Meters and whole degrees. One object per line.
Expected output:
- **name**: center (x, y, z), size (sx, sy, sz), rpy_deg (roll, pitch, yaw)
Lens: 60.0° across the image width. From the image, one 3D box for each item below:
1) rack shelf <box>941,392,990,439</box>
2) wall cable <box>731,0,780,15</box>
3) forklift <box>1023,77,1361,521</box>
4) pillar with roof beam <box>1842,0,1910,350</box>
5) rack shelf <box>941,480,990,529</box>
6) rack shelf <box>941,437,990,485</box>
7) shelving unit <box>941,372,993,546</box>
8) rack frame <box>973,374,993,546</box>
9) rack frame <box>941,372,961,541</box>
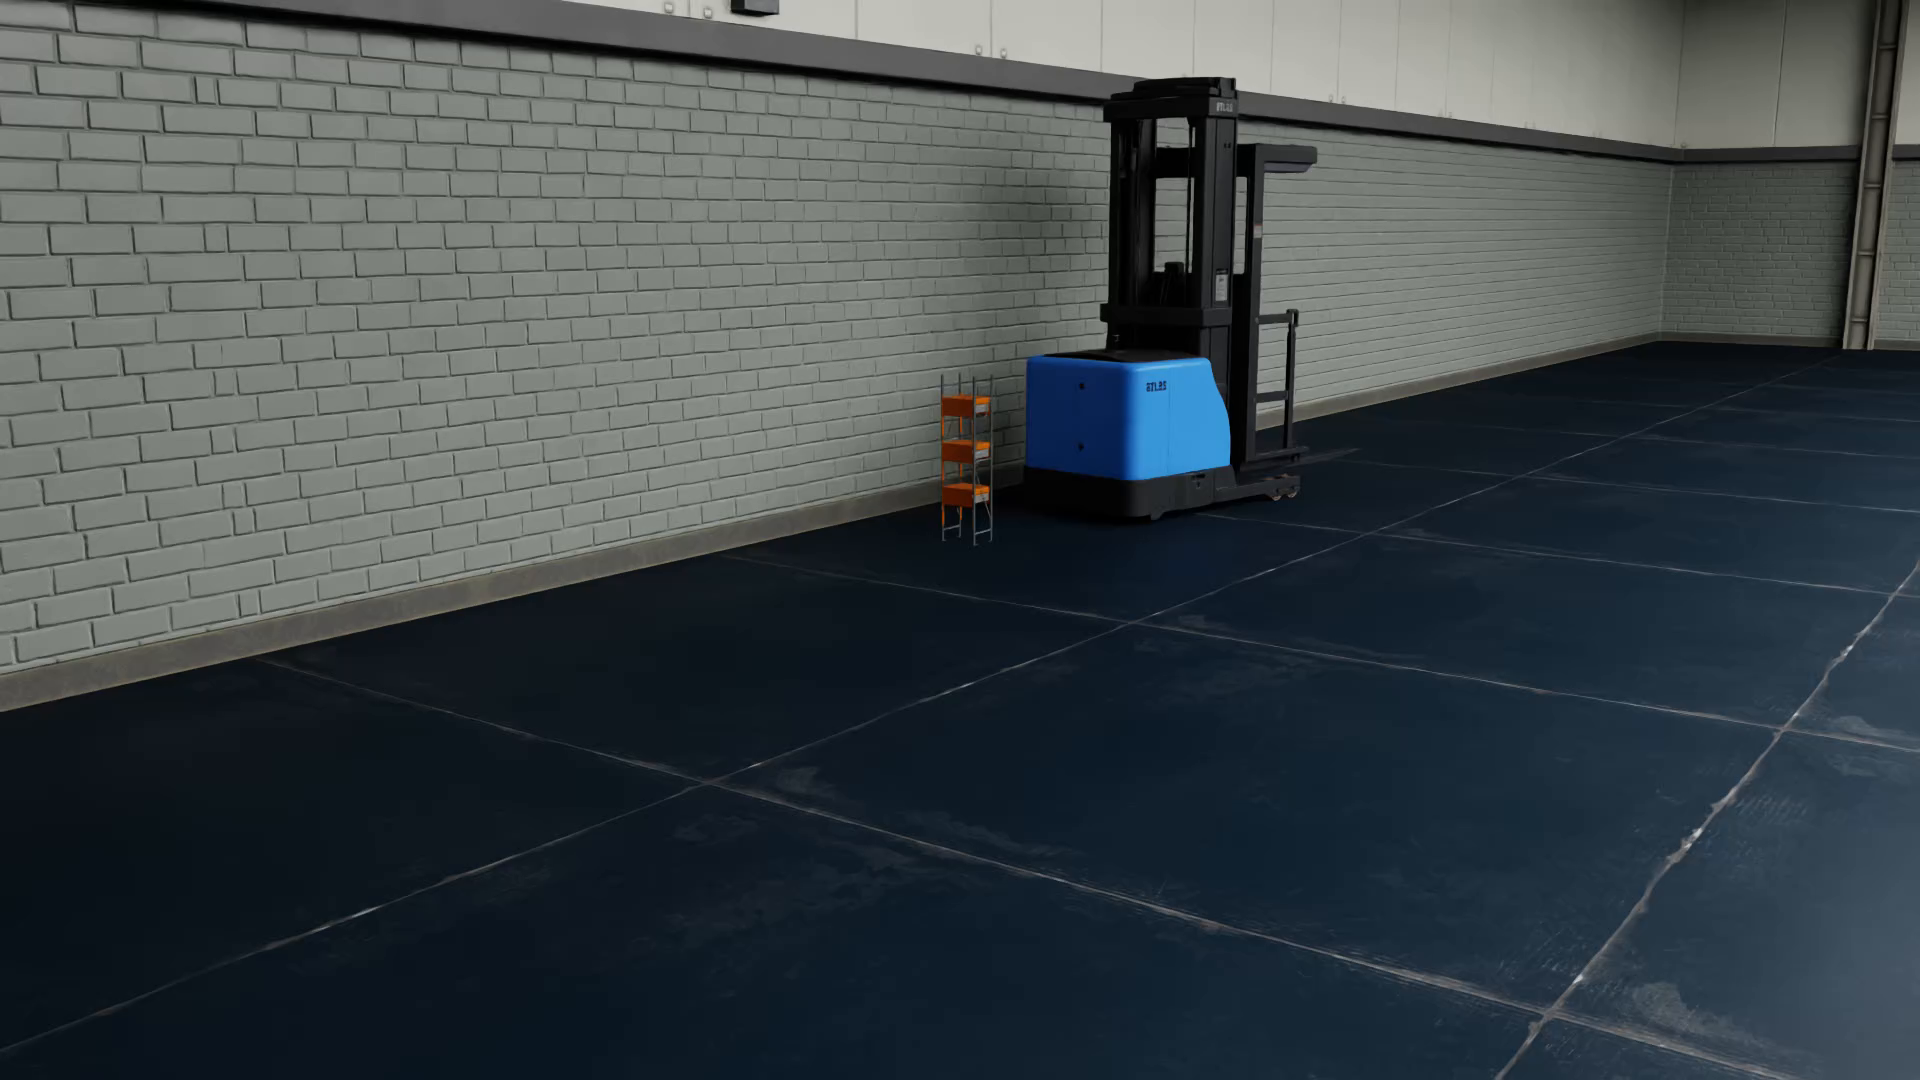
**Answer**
- **rack shelf**: center (0.043, -0.778, 10.347), size (0.240, 0.259, 0.215), rpy_deg (8, 13, 36)
- **wall cable**: center (-0.607, -6.229, 10.083), size (0.169, 6.003, 2.305), rpy_deg (8, 13, 36)
- **forklift**: center (1.844, -1.784, 12.036), size (3.031, 2.935, 1.130), rpy_deg (-11, 15, -44)
- **pillar with roof beam**: center (11.449, -6.738, 21.664), size (0.400, 9.000, 9.100), rpy_deg (8, 13, 36)
- **rack shelf**: center (0.043, -0.226, 10.454), size (0.240, 0.259, 0.215), rpy_deg (8, 13, 36)
- **rack shelf**: center (0.043, -0.499, 10.401), size (0.240, 0.259, 0.215), rpy_deg (8, 13, 36)
- **shelving unit**: center (0.043, -0.509, 10.399), size (0.252, 1.050, 0.215), rpy_deg (8, 13, 36)
- **rack frame**: center (0.141, -0.496, 10.328), size (0.008, 1.050, 0.200), rpy_deg (8, 13, 36)
- **rack frame**: center (-0.055, -0.523, 10.470), size (0.008, 1.050, 0.200), rpy_deg (8, 13, 36)
